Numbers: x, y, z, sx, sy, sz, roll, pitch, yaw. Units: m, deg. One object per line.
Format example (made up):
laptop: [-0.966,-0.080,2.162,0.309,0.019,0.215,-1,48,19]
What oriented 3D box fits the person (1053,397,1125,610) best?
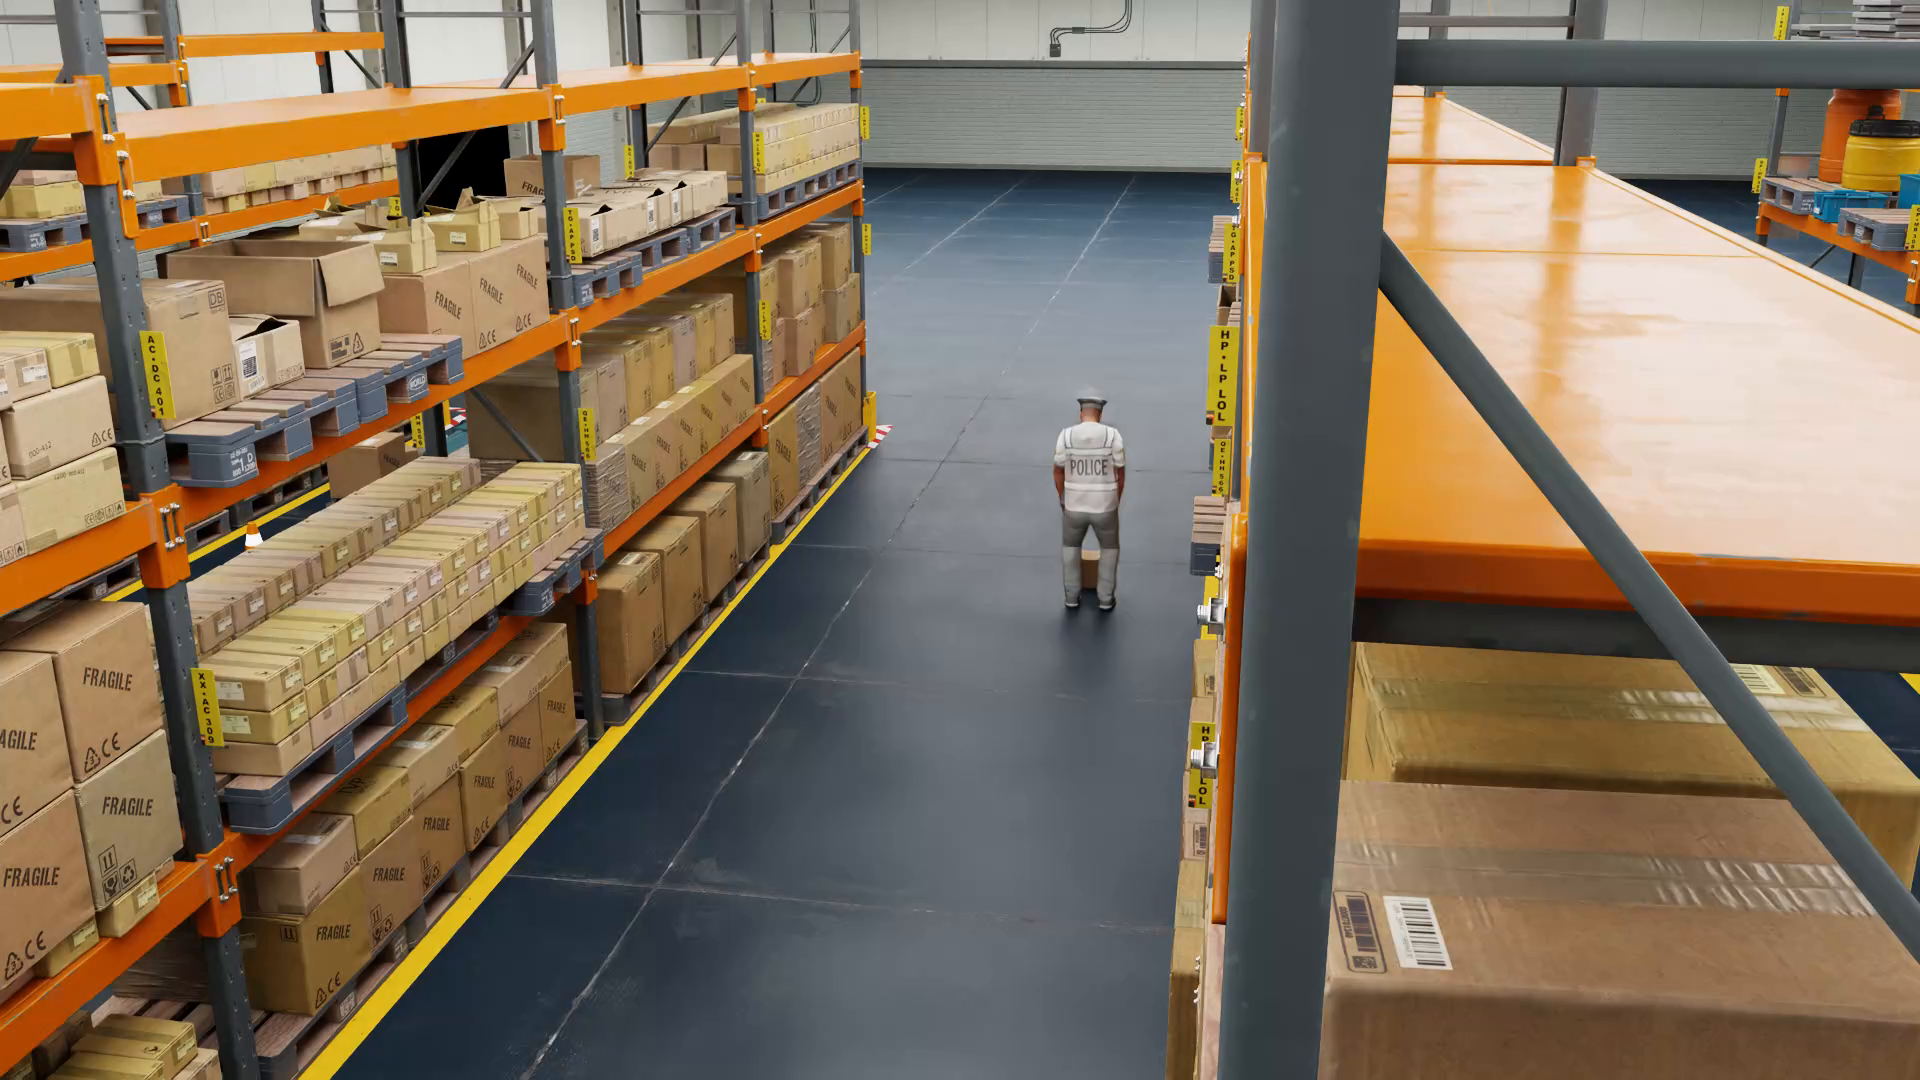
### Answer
person: [1.008,-0.284,13.070,0.564,1.678,0.539,3,18,10]
